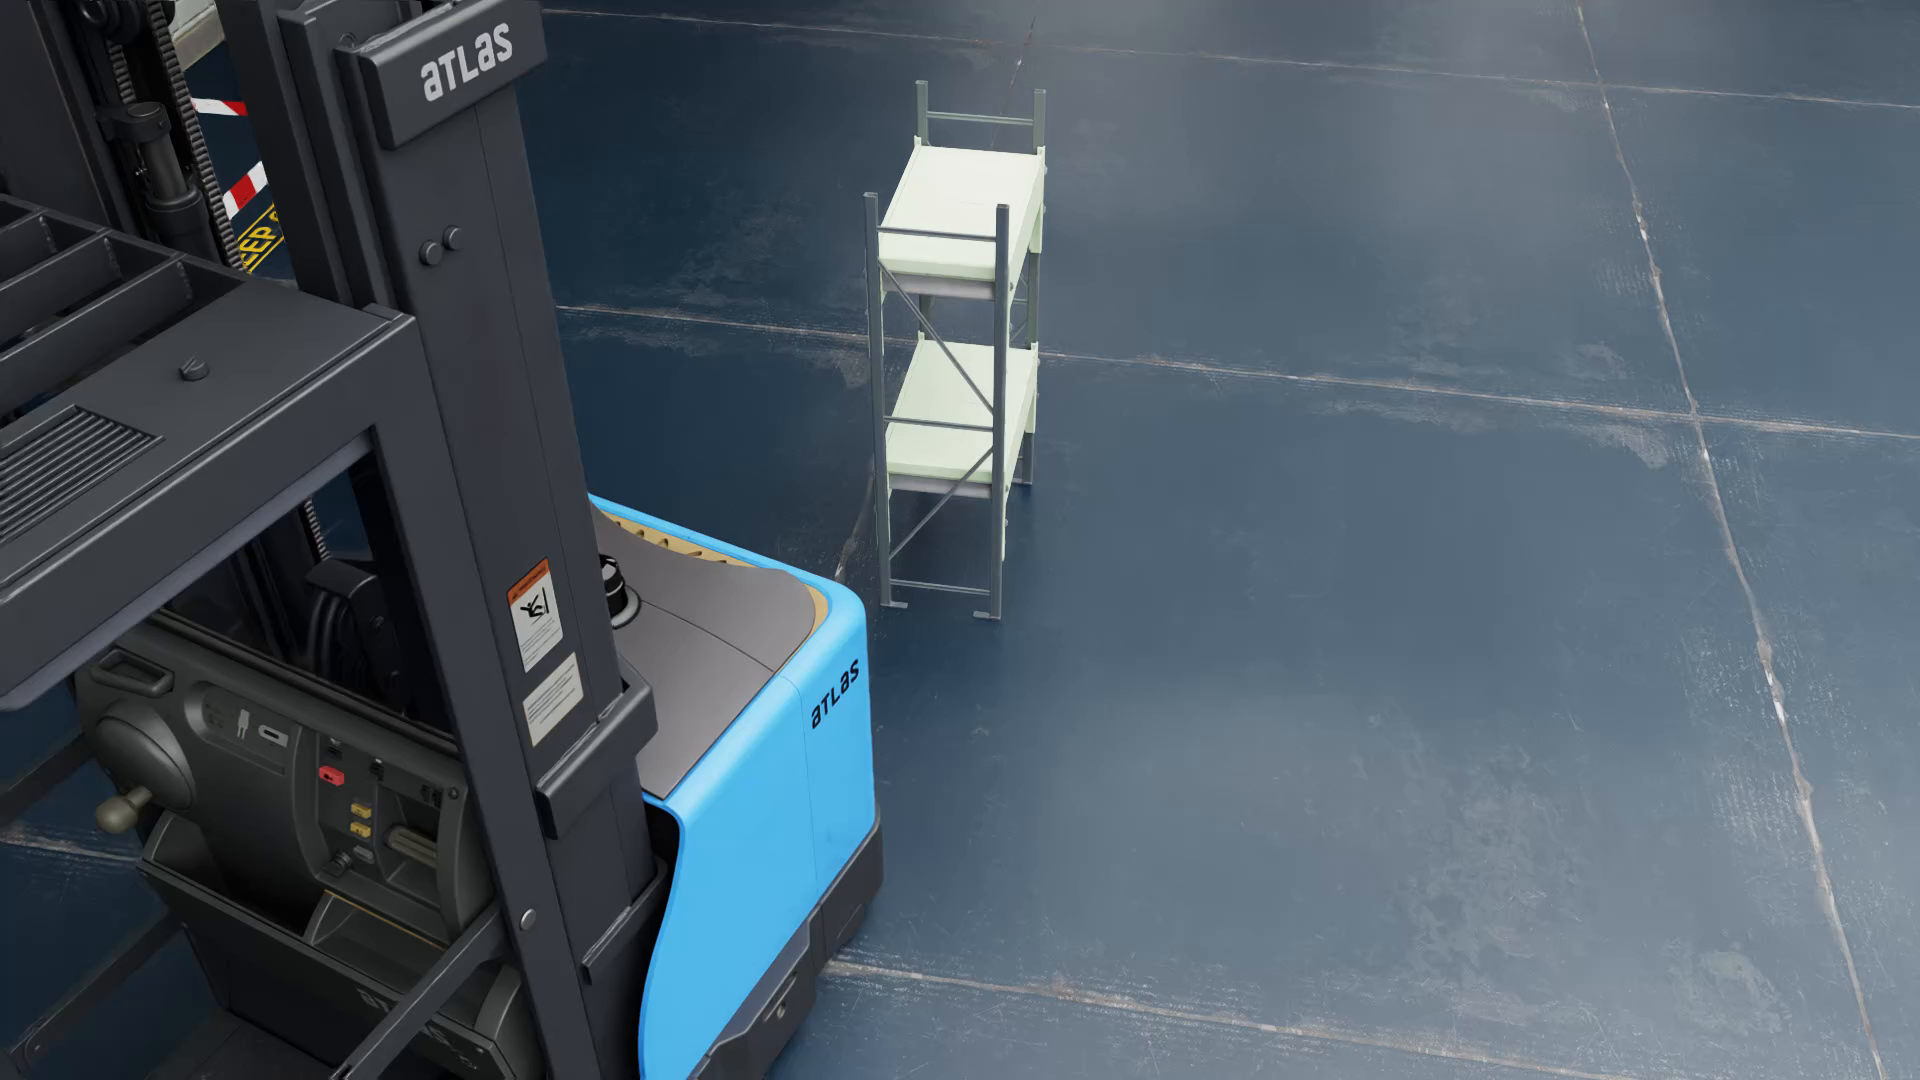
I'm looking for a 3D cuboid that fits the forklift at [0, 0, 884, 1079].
[{"bbox_3d":[-1.342,0.506,2.837,1.130,2.935,3.031,19,43,21],"label":"forklift"}]

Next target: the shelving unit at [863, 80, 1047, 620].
[{"bbox_3d":[-0.001,-0.574,5.267,0.431,1.500,0.755,6,40,8],"label":"shelving unit"}]

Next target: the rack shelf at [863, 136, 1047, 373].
[{"bbox_3d":[-0.001,-0.875,5.018,0.431,0.370,0.720,6,40,8],"label":"rack shelf"}]

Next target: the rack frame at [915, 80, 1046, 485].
[{"bbox_3d":[0.062,-0.804,5.545,0.400,1.500,0.023,6,40,8],"label":"rack frame"}]

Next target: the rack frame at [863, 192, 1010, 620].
[{"bbox_3d":[-0.064,-0.344,4.989,0.400,1.500,0.023,6,40,8],"label":"rack frame"}]

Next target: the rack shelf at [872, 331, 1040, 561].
[{"bbox_3d":[-0.001,-0.323,5.475,0.431,0.370,0.720,6,40,8],"label":"rack shelf"}]
